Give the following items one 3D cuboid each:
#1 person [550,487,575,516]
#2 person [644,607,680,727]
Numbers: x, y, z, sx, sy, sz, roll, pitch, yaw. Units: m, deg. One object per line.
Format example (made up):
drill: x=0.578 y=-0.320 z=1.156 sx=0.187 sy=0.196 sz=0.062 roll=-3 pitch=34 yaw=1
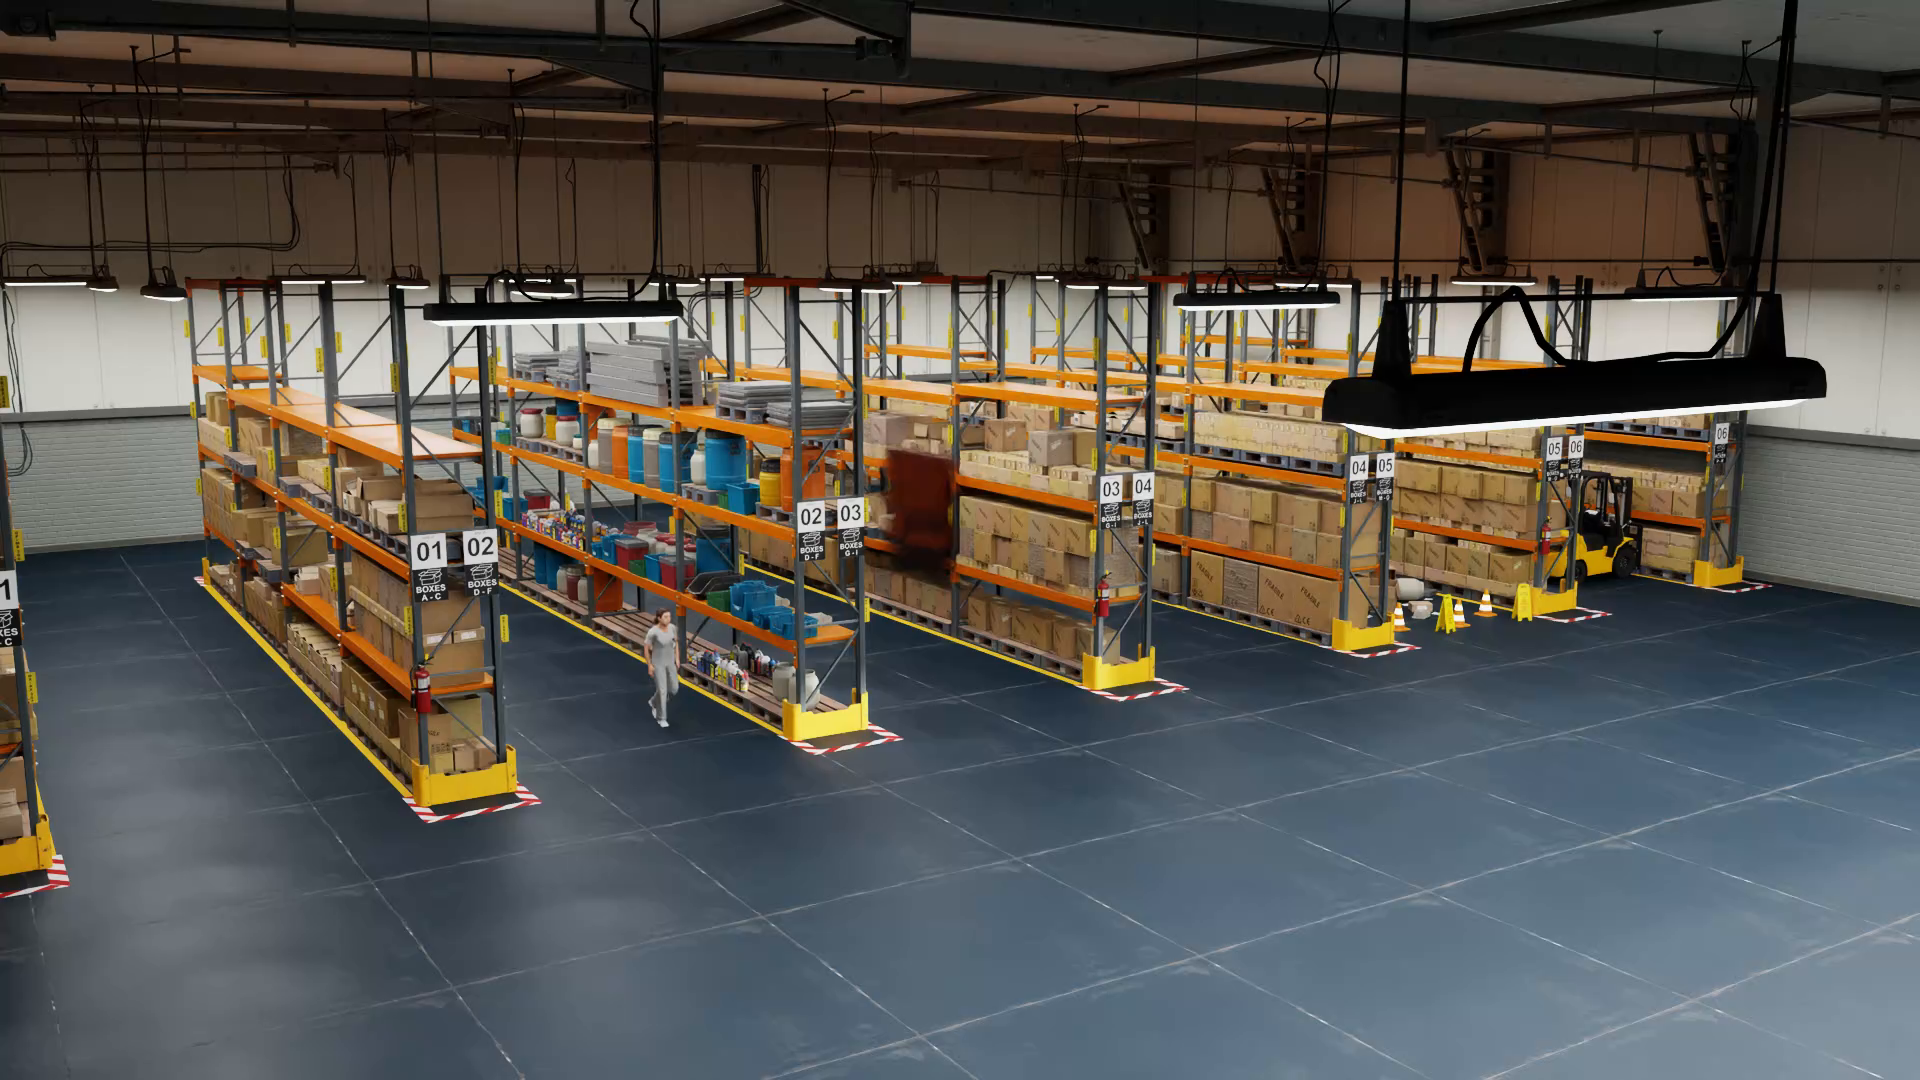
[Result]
person: x=-8.165 y=-0.241 z=34.175 sx=0.595 sy=1.765 sz=0.718 roll=1 pitch=10 yaw=4
person: x=-4.138 y=1.717 z=22.915 sx=0.534 sy=1.651 sz=0.600 roll=-9 pitch=13 yaw=-43
